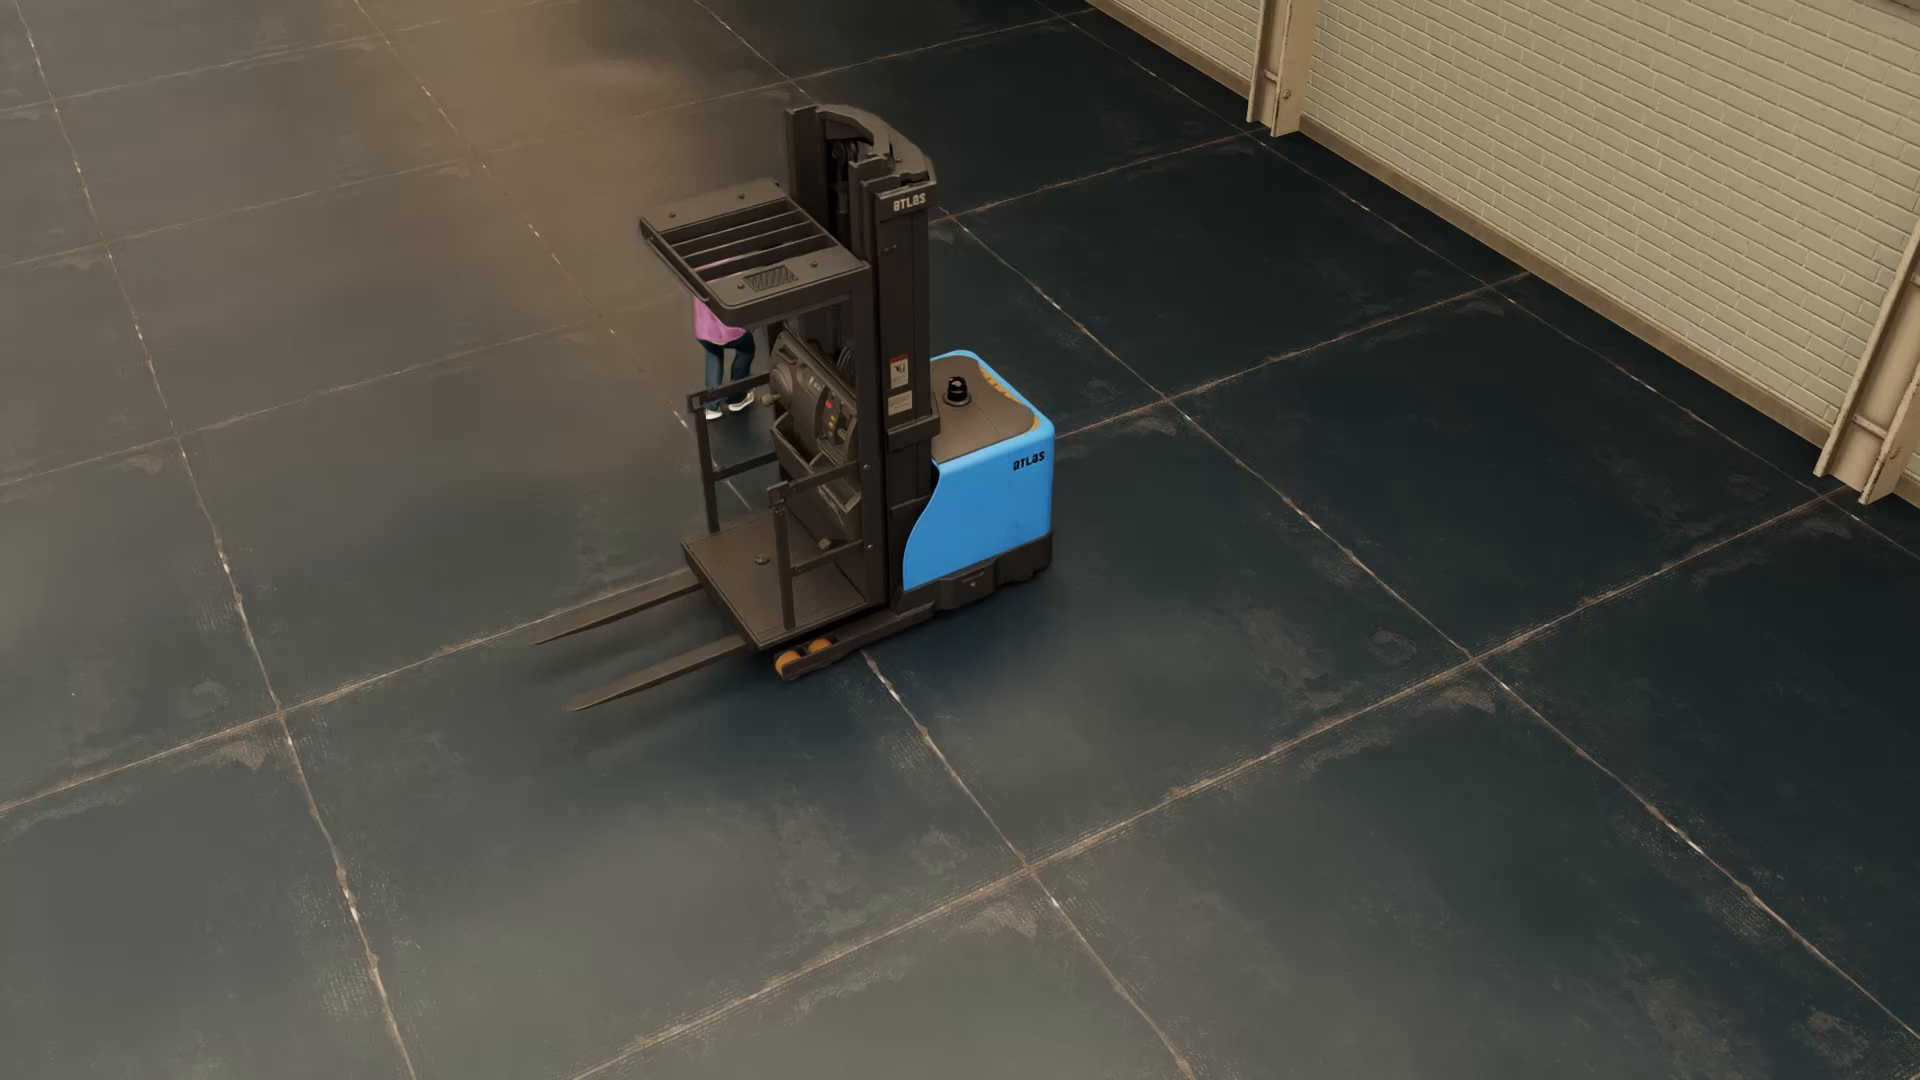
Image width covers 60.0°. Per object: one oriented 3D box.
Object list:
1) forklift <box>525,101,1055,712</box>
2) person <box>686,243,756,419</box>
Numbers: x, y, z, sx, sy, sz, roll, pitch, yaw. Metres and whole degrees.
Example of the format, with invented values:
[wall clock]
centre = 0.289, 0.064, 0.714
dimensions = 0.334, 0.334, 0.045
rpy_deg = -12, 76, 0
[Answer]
[forklift]
centre = -0.971, -0.725, 8.910
dimensions = 3.031, 2.935, 1.130
rpy_deg = -21, 44, -24
[person]
centre = -1.495, -1.478, 10.954
dimensions = 0.711, 1.490, 0.706
rpy_deg = 15, 42, 18
